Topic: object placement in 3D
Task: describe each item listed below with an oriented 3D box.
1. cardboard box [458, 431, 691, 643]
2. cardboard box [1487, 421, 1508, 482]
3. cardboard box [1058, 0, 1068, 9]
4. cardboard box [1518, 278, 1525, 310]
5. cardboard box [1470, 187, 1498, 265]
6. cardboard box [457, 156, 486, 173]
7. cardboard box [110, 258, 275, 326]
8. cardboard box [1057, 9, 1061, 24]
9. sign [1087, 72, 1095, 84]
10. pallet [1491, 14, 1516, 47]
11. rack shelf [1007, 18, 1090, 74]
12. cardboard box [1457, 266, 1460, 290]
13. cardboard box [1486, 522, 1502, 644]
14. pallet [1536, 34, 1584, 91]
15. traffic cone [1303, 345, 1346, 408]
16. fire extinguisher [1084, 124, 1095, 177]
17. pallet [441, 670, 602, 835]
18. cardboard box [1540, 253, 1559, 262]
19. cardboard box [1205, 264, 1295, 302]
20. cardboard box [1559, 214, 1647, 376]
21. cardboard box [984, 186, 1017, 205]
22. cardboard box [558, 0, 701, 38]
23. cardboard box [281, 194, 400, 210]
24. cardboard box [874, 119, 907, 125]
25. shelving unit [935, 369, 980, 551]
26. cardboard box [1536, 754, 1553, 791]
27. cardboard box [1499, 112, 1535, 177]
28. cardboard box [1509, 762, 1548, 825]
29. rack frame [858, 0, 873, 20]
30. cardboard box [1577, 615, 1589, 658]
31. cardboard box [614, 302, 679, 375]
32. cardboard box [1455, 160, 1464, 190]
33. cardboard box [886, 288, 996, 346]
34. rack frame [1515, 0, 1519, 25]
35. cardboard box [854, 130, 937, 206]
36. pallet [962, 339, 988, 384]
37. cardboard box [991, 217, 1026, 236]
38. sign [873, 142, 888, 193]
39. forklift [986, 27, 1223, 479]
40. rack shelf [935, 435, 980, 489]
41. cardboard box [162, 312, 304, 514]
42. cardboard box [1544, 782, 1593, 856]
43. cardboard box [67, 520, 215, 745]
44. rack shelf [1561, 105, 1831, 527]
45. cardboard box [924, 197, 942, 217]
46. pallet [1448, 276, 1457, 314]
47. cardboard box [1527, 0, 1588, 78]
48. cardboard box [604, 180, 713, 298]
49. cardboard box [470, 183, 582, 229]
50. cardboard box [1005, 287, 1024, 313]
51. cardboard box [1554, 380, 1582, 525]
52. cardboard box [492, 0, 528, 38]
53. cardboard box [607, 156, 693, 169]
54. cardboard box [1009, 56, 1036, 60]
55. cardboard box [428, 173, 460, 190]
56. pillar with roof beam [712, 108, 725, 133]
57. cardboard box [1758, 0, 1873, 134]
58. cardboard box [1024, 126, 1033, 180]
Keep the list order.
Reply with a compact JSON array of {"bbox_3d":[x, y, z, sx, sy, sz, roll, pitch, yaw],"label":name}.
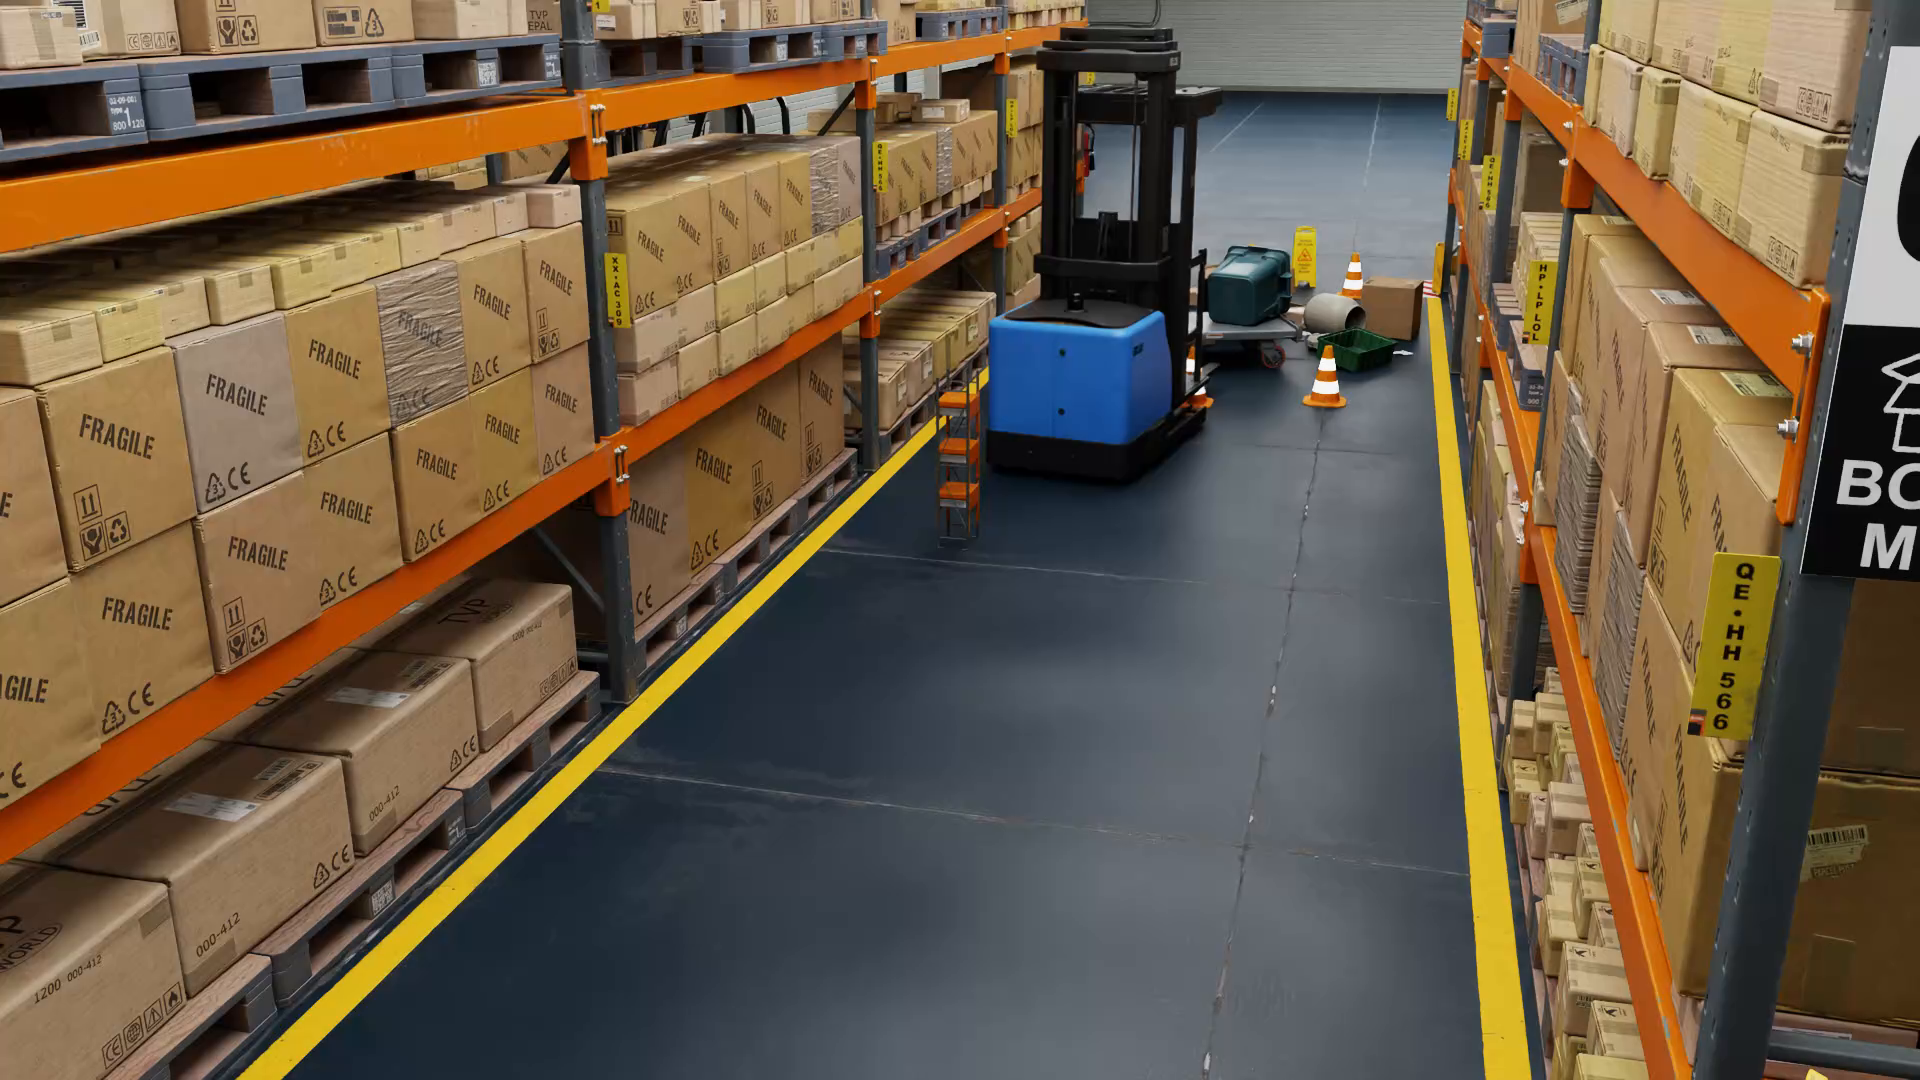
[{"bbox_3d":[-1.965,-0.081,8.422,0.875,0.875,0.875,5,20,15],"label":"cardboard box"},{"bbox_3d":[3.103,-0.442,8.899,0.500,0.250,0.500,5,19,14],"label":"cardboard box"},{"bbox_3d":[0.783,-5.435,16.591,0.500,0.250,0.500,5,20,15],"label":"cardboard box"},{"bbox_3d":[3.327,-1.368,9.292,0.380,0.149,0.250,6,20,16],"label":"cardboard box"},{"bbox_3d":[3.980,-2.265,12.024,0.500,0.500,0.500,5,19,14],"label":"cardboard box"},{"bbox_3d":[-4.770,-3.577,15.478,0.500,0.250,0.500,4,19,12],"label":"cardboard box"},{"bbox_3d":[-2.329,-0.756,5.054,0.380,0.149,0.250,5,19,14],"label":"cardboard box"},{"bbox_3d":[0.809,-5.298,16.805,0.380,0.149,0.250,5,19,13],"label":"cardboard box"},{"bbox_3d":[1.427,-5.096,18.185,0.100,0.325,0.005,5,19,13],"label":"sign"},{"bbox_3d":[4.140,-3.468,11.353,1.003,0.211,1.213,6,20,16],"label":"pallet"},{"bbox_3d":[0.405,-4.900,16.366,1.077,0.370,4.000,5,19,13],"label":"rack shelf"},{"bbox_3d":[5.403,-2.789,16.349,0.875,0.875,0.875,4,19,13],"label":"cardboard box"},{"bbox_3d":[2.848,0.244,8.051,0.500,0.500,0.500,4,19,12],"label":"cardboard box"},{"bbox_3d":[3.291,-2.169,7.547,1.213,0.211,1.003,5,19,13],"label":"pallet"},{"bbox_3d":[2.949,-1.334,13.376,0.336,0.463,0.334,5,19,13],"label":"traffic cone"},{"bbox_3d":[1.368,-4.411,18.581,0.296,0.674,0.183,5,19,13],"label":"fire extinguisher"},{"bbox_3d":[-2.300,0.865,7.330,1.003,0.211,1.213,5,19,13],"label":"pallet"},{"bbox_3d":[3.079,-1.323,8.240,0.380,0.149,0.250,4,19,13],"label":"cardboard box"},{"bbox_3d":[2.919,-2.516,16.777,0.797,0.503,0.637,-9,21,-24],"label":"cardboard box"},{"bbox_3d":[2.440,-0.867,5.923,0.500,0.500,0.500,5,20,15],"label":"cardboard box"},{"bbox_3d":[0.304,-3.149,15.155,0.380,0.149,0.250,5,19,13],"label":"cardboard box"},{"bbox_3d":[-1.542,-2.606,7.731,0.500,0.500,0.500,4,19,12],"label":"cardboard box"},{"bbox_3d":[-2.436,-1.271,6.563,0.380,0.149,0.250,4,19,13],"label":"cardboard box"},{"bbox_3d":[-0.732,-3.146,13.493,0.500,0.500,0.500,5,19,13],"label":"cardboard box"},{"bbox_3d":[-0.013,-0.480,9.969,0.215,1.050,0.252,5,19,13],"label":"shelving unit"},{"bbox_3d":[2.412,0.856,6.340,0.380,0.149,0.250,5,19,14],"label":"cardboard box"},{"bbox_3d":[4.378,-2.880,12.277,0.700,0.500,0.500,5,19,14],"label":"cardboard box"},{"bbox_3d":[2.321,0.995,6.396,0.380,0.149,0.250,5,20,15],"label":"cardboard box"},{"bbox_3d":[-1.061,-4.780,10.259,1.000,3.000,0.127,5,19,13],"label":"rack frame"},{"bbox_3d":[2.125,0.271,5.143,0.380,0.149,0.250,6,20,16],"label":"cardboard box"},{"bbox_3d":[-1.658,-0.968,7.841,0.500,0.250,0.500,4,19,12],"label":"cardboard box"},{"bbox_3d":[5.300,-3.700,16.149,0.875,0.550,0.550,5,19,13],"label":"cardboard box"},{"bbox_3d":[-0.210,-1.985,14.775,0.950,0.372,0.625,5,19,14],"label":"cardboard box"},{"bbox_3d":[3.763,-4.421,9.208,1.000,3.000,0.127,5,19,13],"label":"rack frame"},{"bbox_3d":[-0.483,-2.781,12.425,0.500,0.500,0.500,5,19,14],"label":"cardboard box"},{"bbox_3d":[-0.273,-1.631,14.636,1.003,0.211,1.213,5,19,13],"label":"pallet"},{"bbox_3d":[0.411,-2.952,15.630,0.380,0.149,0.250,5,19,14],"label":"cardboard box"},{"bbox_3d":[-0.522,-2.446,10.917,0.100,0.325,0.005,5,19,13],"label":"sign"},{"bbox_3d":[1.234,-2.231,12.185,1.130,2.935,3.031,8,20,22],"label":"forklift"},{"bbox_3d":[-0.013,-0.470,9.972,0.215,0.259,0.240,5,19,13],"label":"rack shelf"},{"bbox_3d":[-2.385,-0.406,5.035,0.500,0.500,0.500,5,19,13],"label":"cardboard box"},{"bbox_3d":[2.179,0.954,5.594,0.380,0.149,0.250,5,20,15],"label":"cardboard box"},{"bbox_3d":[-2.524,0.231,4.717,0.500,0.500,0.500,4,19,13],"label":"cardboard box"},{"bbox_3d":[2.298,-0.780,4.303,1.077,0.370,4.000,5,19,13],"label":"rack shelf"},{"bbox_3d":[-0.360,-2.611,12.929,0.380,0.149,0.250,5,20,15],"label":"cardboard box"},{"bbox_3d":[5.599,-2.513,17.217,1.003,0.211,1.213,5,19,13],"label":"pallet"},{"bbox_3d":[3.133,-2.576,8.293,0.500,0.500,0.500,5,19,13],"label":"cardboard box"},{"bbox_3d":[-1.555,-1.484,8.191,0.500,0.500,0.500,5,19,13],"label":"cardboard box"},{"bbox_3d":[-1.805,-1.393,6.920,0.380,0.149,0.250,4,19,12],"label":"cardboard box"},{"bbox_3d":[0.322,-2.256,15.755,0.500,0.250,0.500,4,19,11],"label":"cardboard box"},{"bbox_3d":[2.307,-0.225,5.591,0.500,0.500,0.500,5,19,13],"label":"cardboard box"},{"bbox_3d":[-1.884,-2.064,6.351,0.396,0.266,0.258,5,20,15],"label":"cardboard box"},{"bbox_3d":[-1.799,-1.851,9.264,0.500,0.500,0.500,5,19,14],"label":"cardboard box"},{"bbox_3d":[0.849,-4.774,17.362,0.700,0.500,0.500,5,19,14],"label":"cardboard box"},{"bbox_3d":[-4.885,-3.178,15.083,0.500,0.250,0.500,5,19,13],"label":"cardboard box"},{"bbox_3d":[0.676,-9.072,22.825,9.100,9.000,0.400,5,19,13],"label":"pillar with roof beam"},{"bbox_3d":[1.675,-0.824,2.776,0.500,0.250,0.500,4,19,12],"label":"cardboard box"},{"bbox_3d":[0.394,-3.658,15.641,0.500,0.500,0.500,5,19,13],"label":"cardboard box"}]
